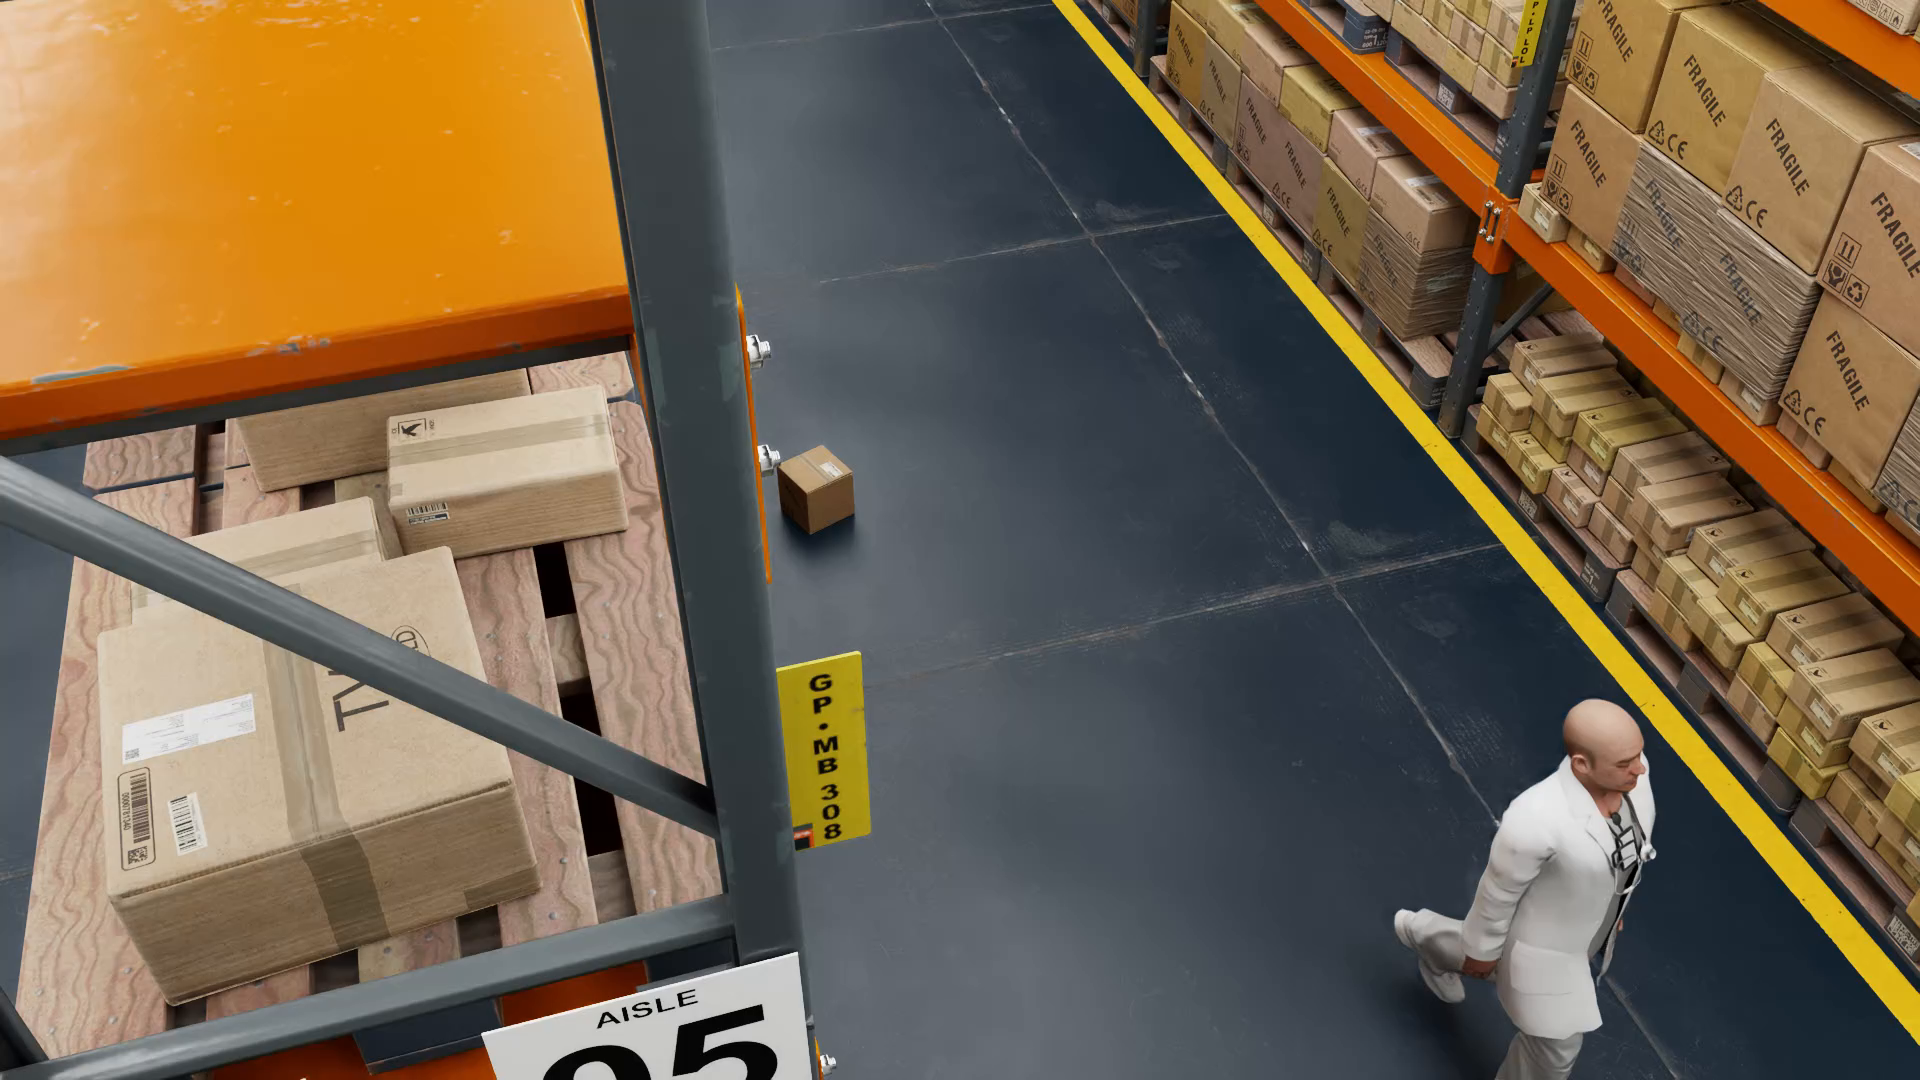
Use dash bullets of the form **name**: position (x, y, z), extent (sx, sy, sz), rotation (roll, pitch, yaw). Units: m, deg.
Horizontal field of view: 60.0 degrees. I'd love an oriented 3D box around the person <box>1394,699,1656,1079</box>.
- **person**: position (1.725, 1.094, 4.930), extent (0.582, 1.743, 0.906), rotation (-29, 49, -28)
